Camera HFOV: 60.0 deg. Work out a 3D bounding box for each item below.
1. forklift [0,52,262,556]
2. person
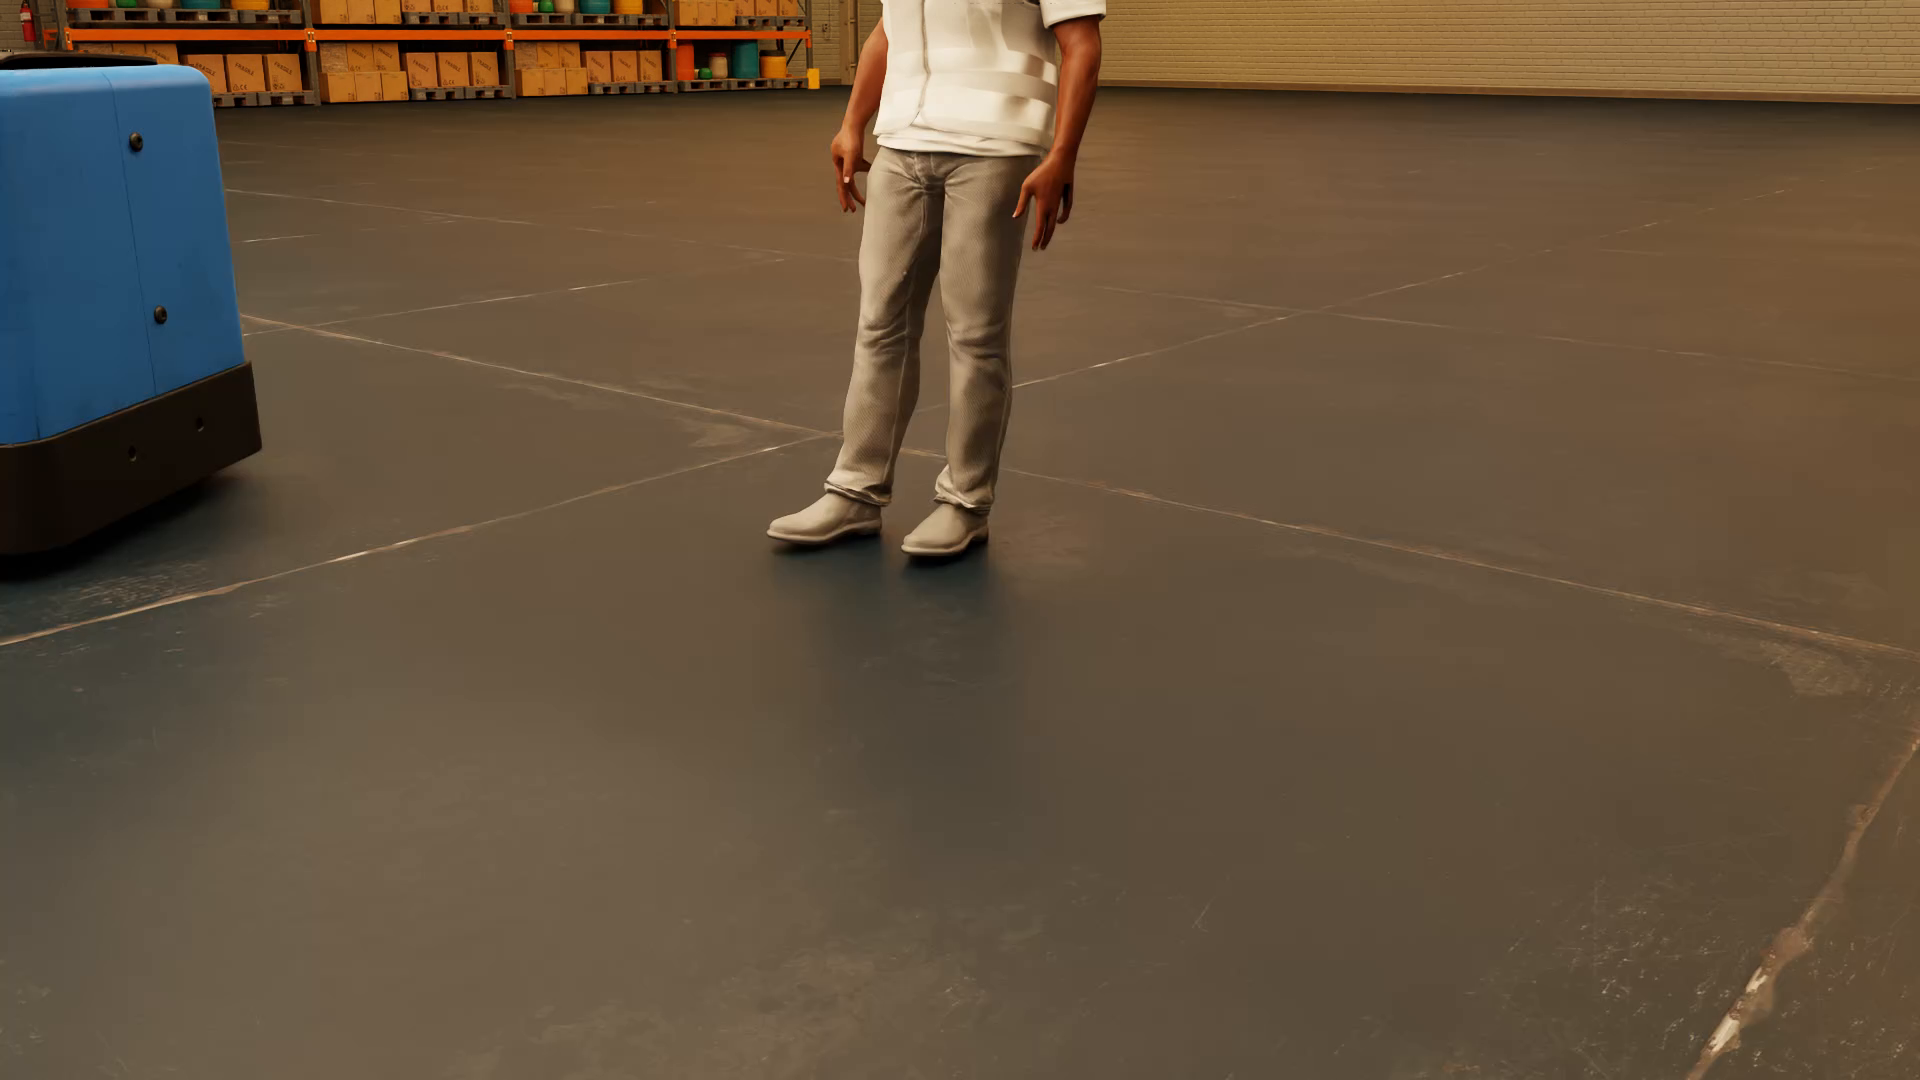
[{"bbox_3d":[-3.433,-1.485,3.789,3.031,2.935,1.130,1,17,5],"label":"forklift"},{"bbox_3d":[-0.048,-0.837,3.634,0.666,1.768,0.575,13,21,37],"label":"person"}]
